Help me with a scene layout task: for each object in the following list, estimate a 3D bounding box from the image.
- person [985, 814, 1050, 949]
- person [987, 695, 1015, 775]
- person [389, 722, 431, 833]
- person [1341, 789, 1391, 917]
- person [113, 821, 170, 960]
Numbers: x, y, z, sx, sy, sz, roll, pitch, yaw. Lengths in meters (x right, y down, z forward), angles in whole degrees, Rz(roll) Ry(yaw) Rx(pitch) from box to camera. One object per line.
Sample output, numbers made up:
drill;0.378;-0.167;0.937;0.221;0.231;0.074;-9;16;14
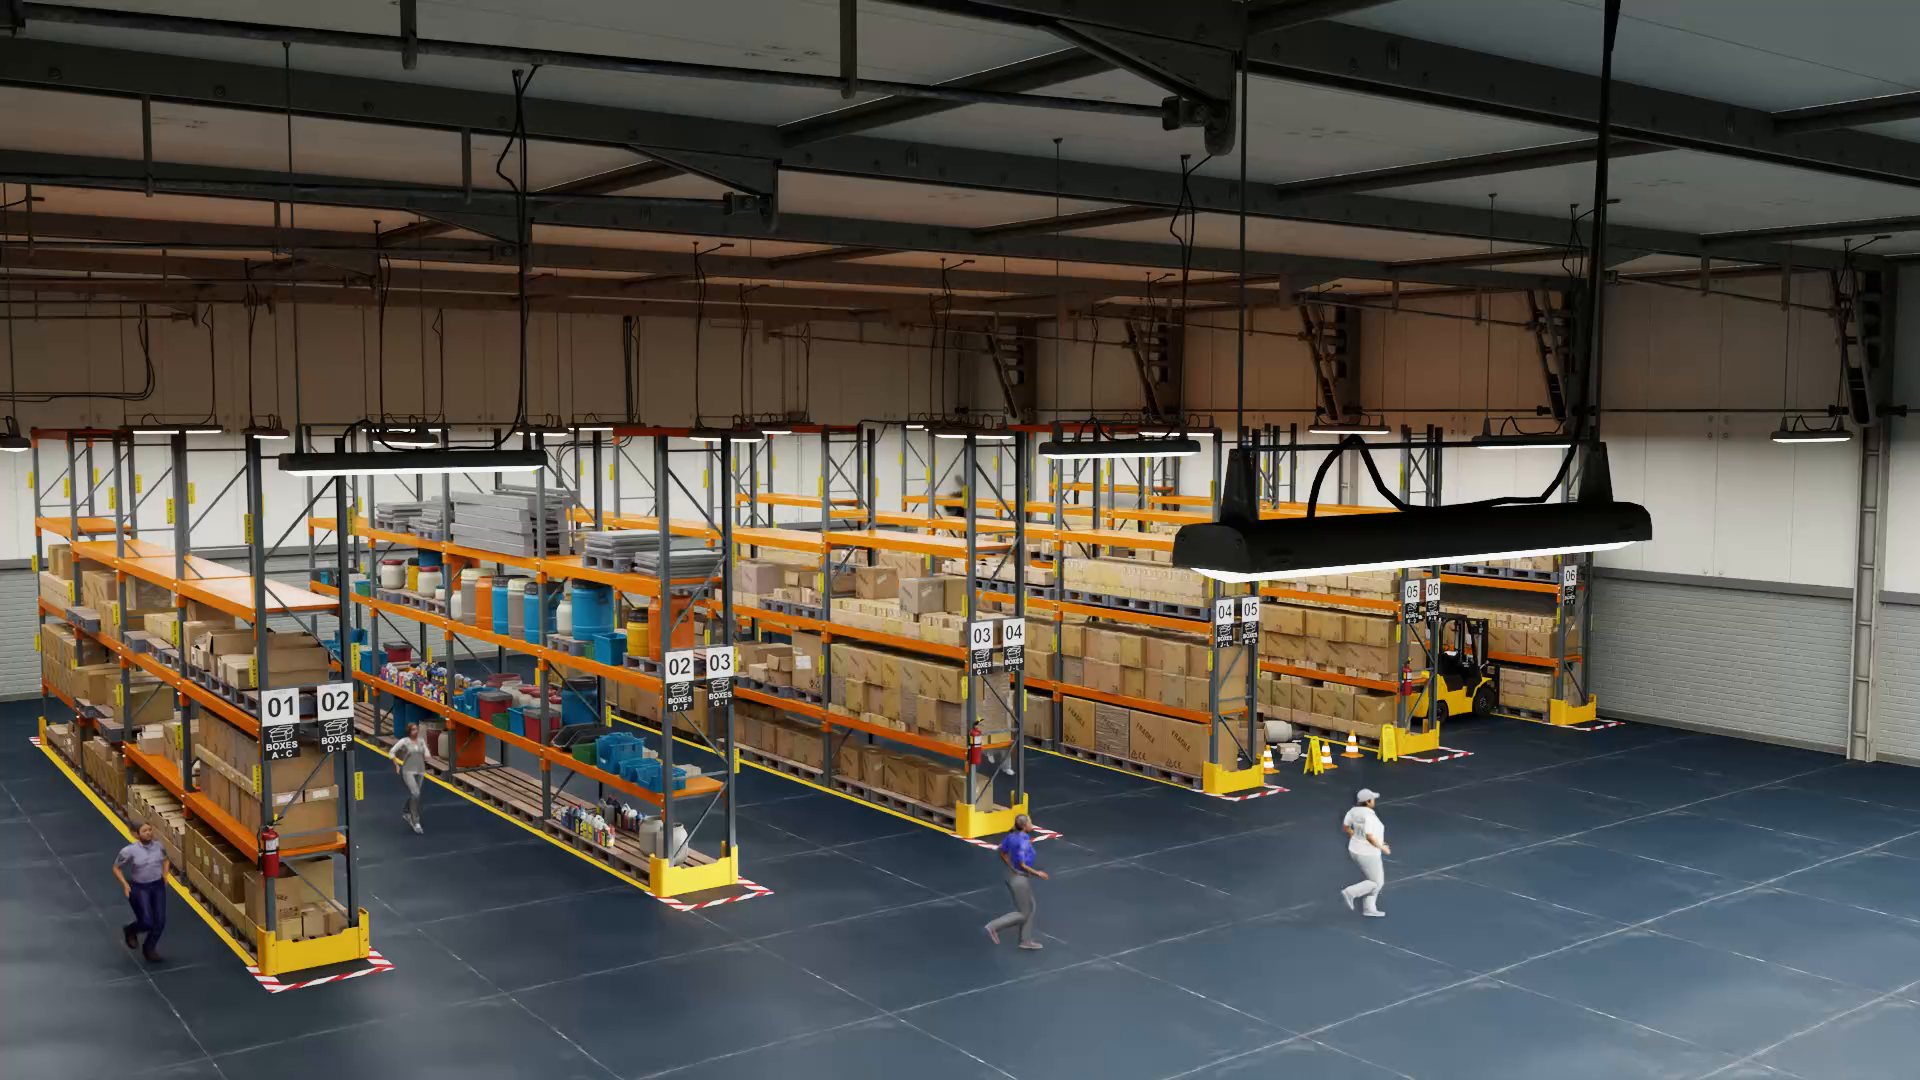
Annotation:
person;0.622;4.006;19.419;0.761;1.629;0.565;-1;5;-18
person;0.694;3.234;29.112;0.583;1.655;0.797;-4;6;-43
person;-8.258;3.558;25.078;0.728;1.646;0.507;4;6;39
person;5.004;3.904;20.684;0.663;1.635;0.609;-1;5;-16
person;-9.360;4.034;19.138;0.549;1.602;0.608;4;6;38
